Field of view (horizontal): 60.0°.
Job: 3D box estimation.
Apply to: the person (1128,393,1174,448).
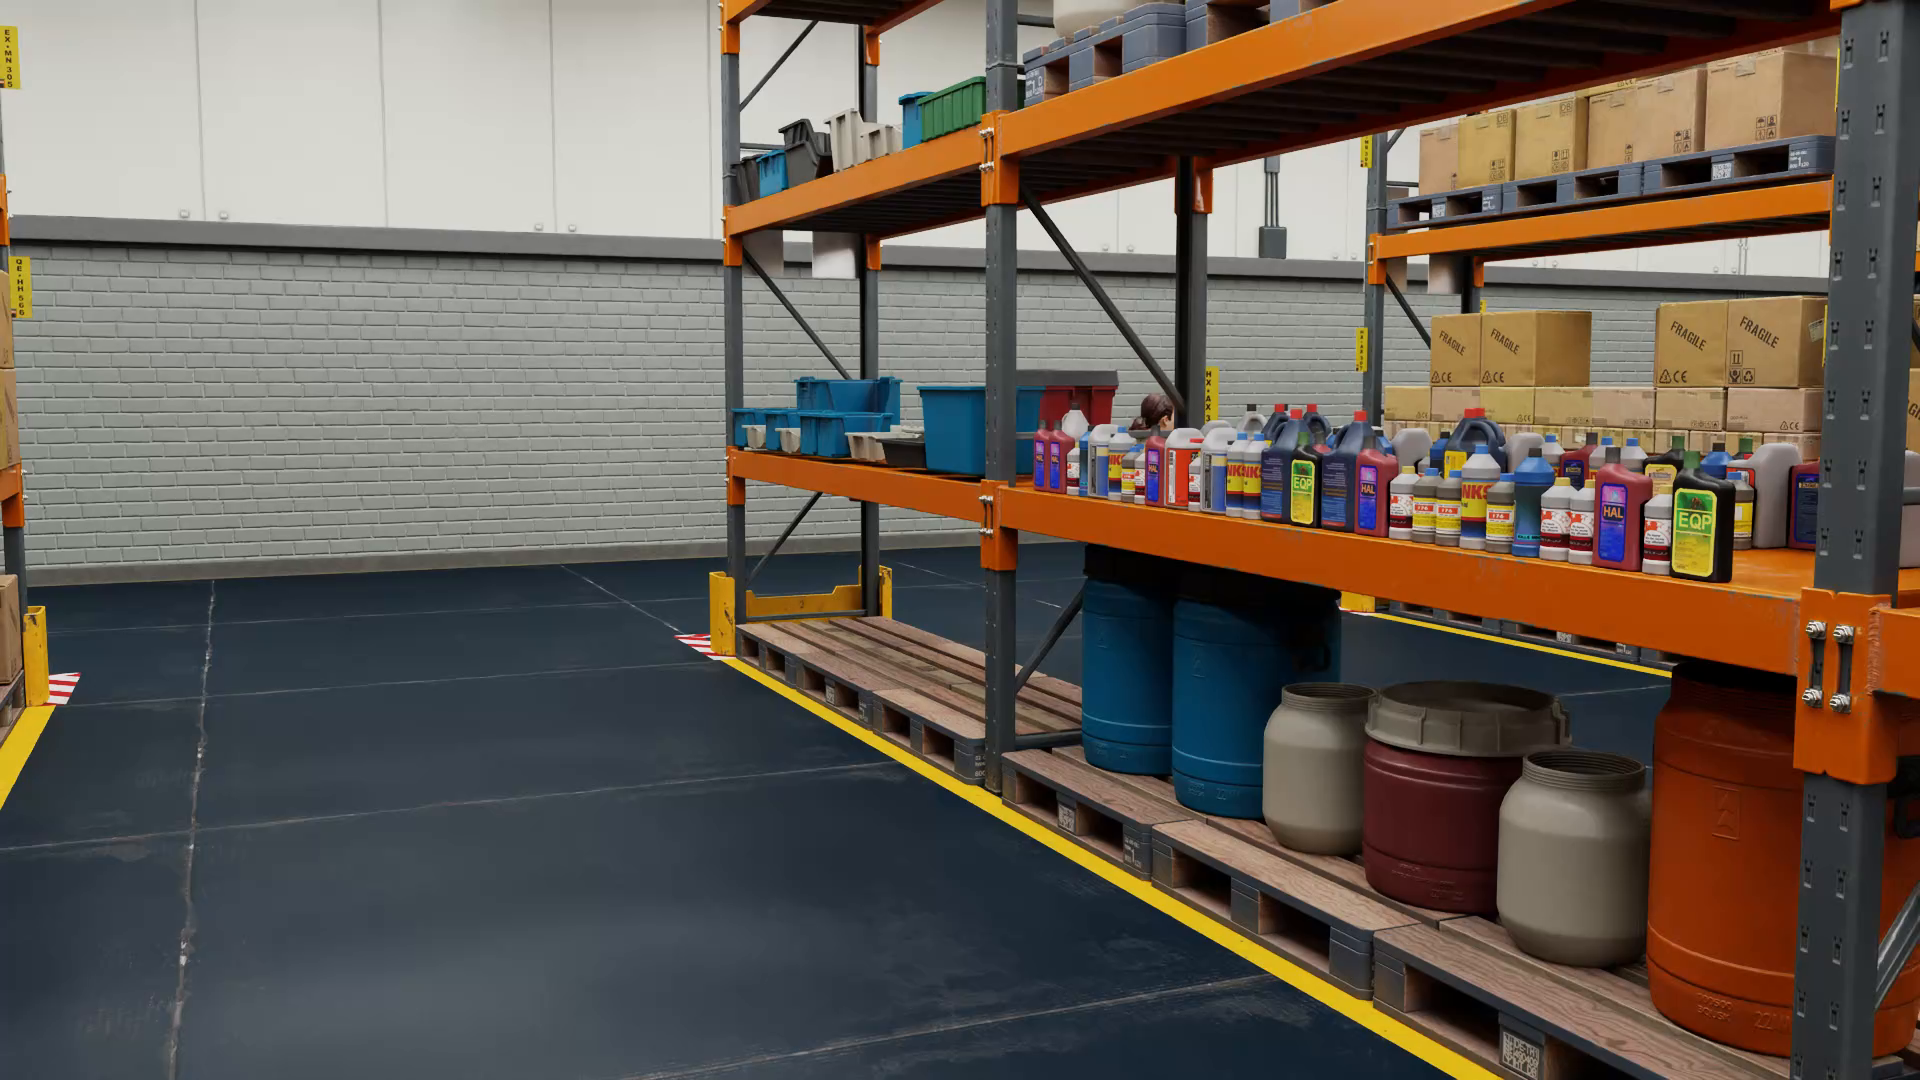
[{"bbox_3d":[1.057,0.026,9.195,0.352,1.673,0.515,-3,6,-26],"label":"person"}]
